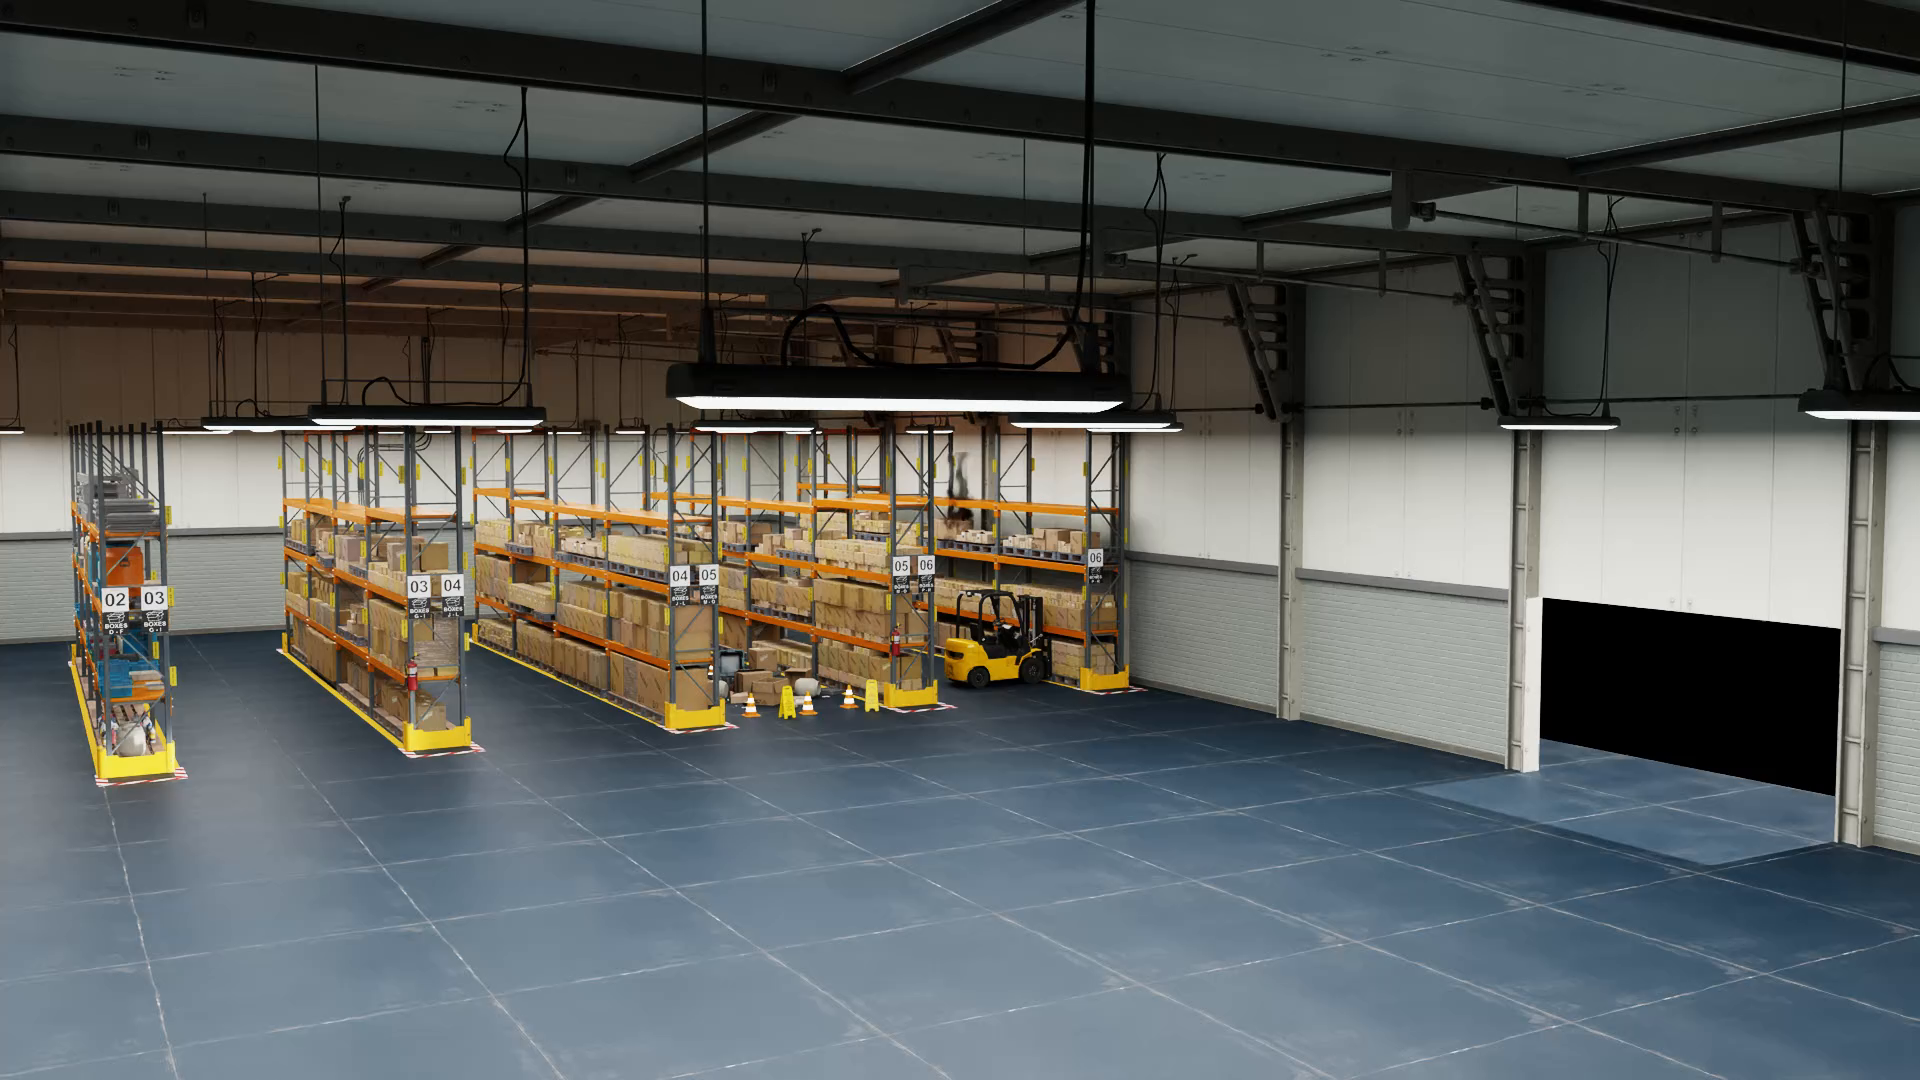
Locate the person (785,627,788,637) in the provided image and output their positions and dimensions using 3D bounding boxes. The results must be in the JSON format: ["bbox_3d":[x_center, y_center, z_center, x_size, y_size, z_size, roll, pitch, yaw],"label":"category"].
[{"bbox_3d":[-5.111,1.915,47.525,0.639,1.822,0.736,-2,4,-28],"label":"person"}]

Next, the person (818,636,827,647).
[{"bbox_3d":[-3.615,2.233,43.545,0.589,1.668,0.796,-3,4,-38],"label":"person"}]

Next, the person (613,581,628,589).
[{"bbox_3d":[-10.371,1.763,51.347,0.699,1.682,0.991,2,4,35],"label":"person"}]
